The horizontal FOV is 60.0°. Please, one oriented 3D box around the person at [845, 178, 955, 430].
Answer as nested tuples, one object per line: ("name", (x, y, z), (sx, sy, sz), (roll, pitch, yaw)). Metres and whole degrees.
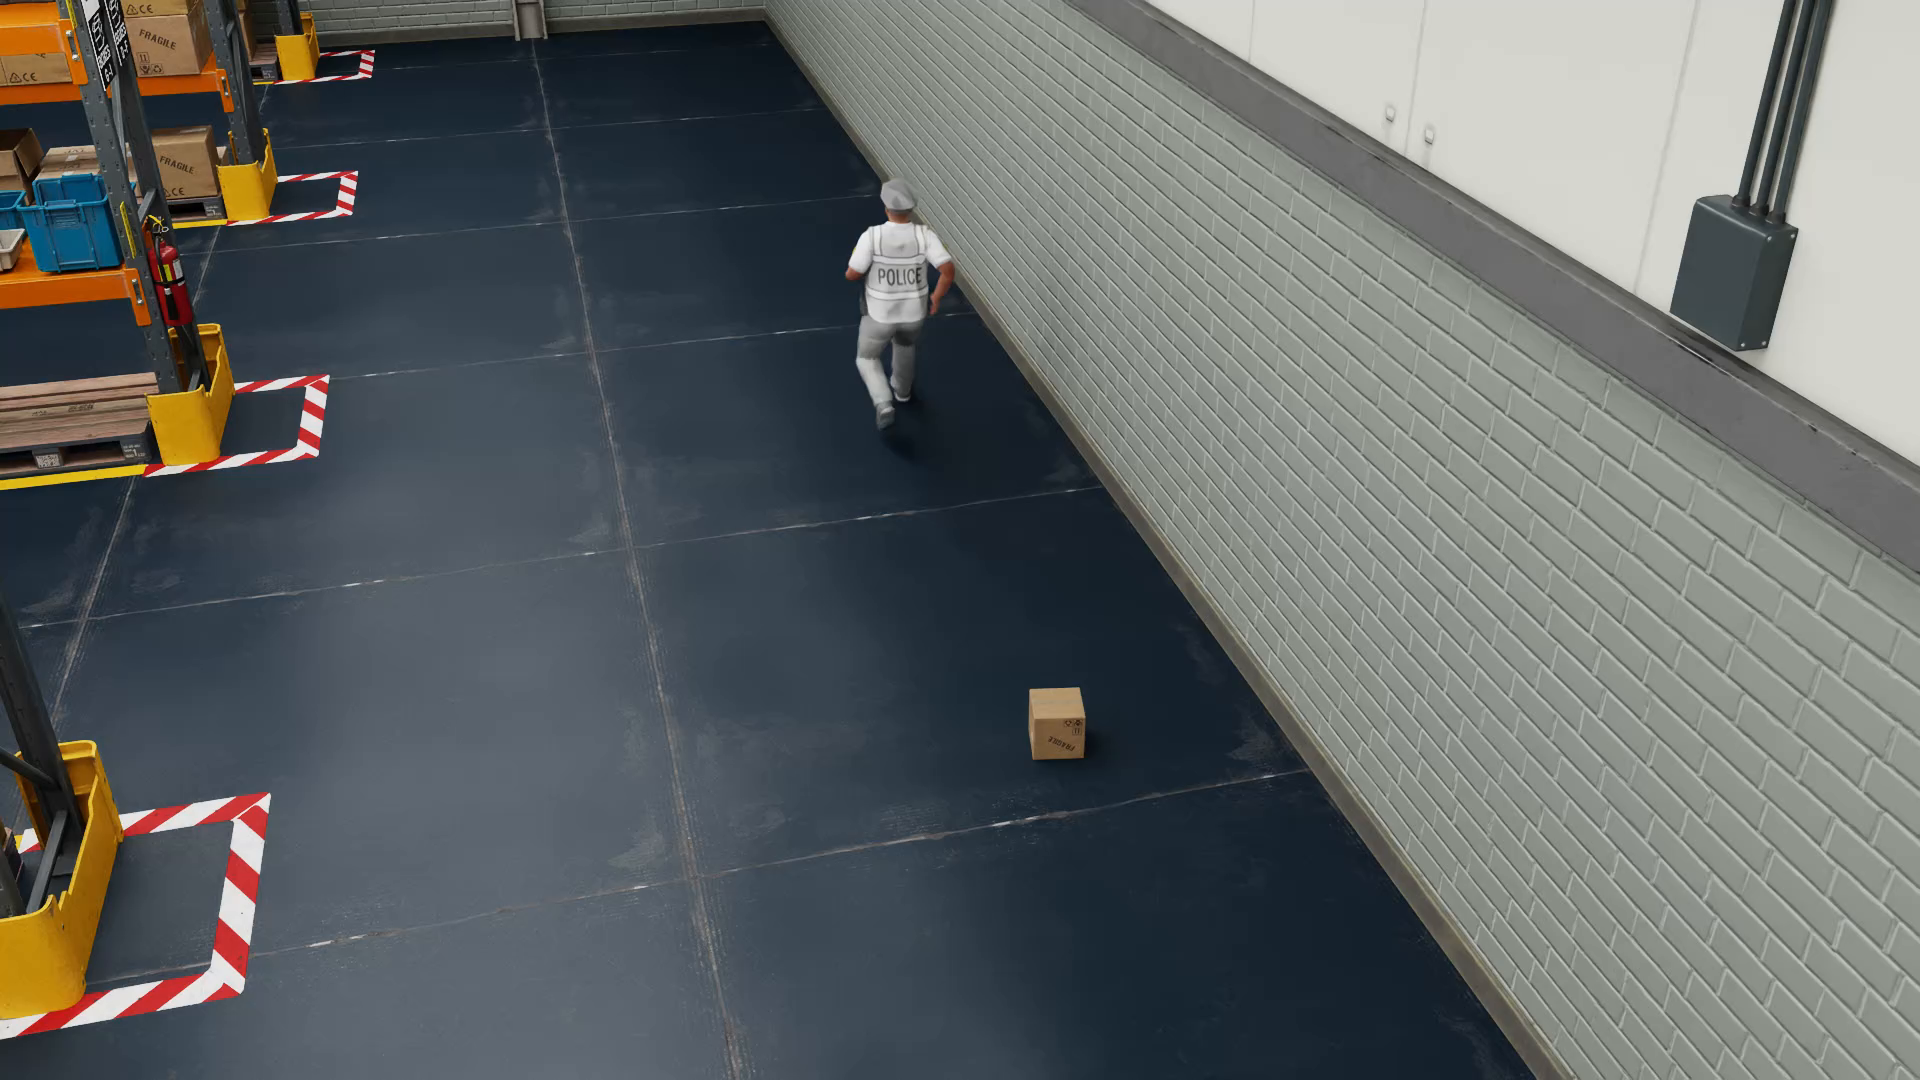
("person", (-0.486, -1.600, 11.014), (0.658, 1.709, 0.939), (-11, 32, -18))
